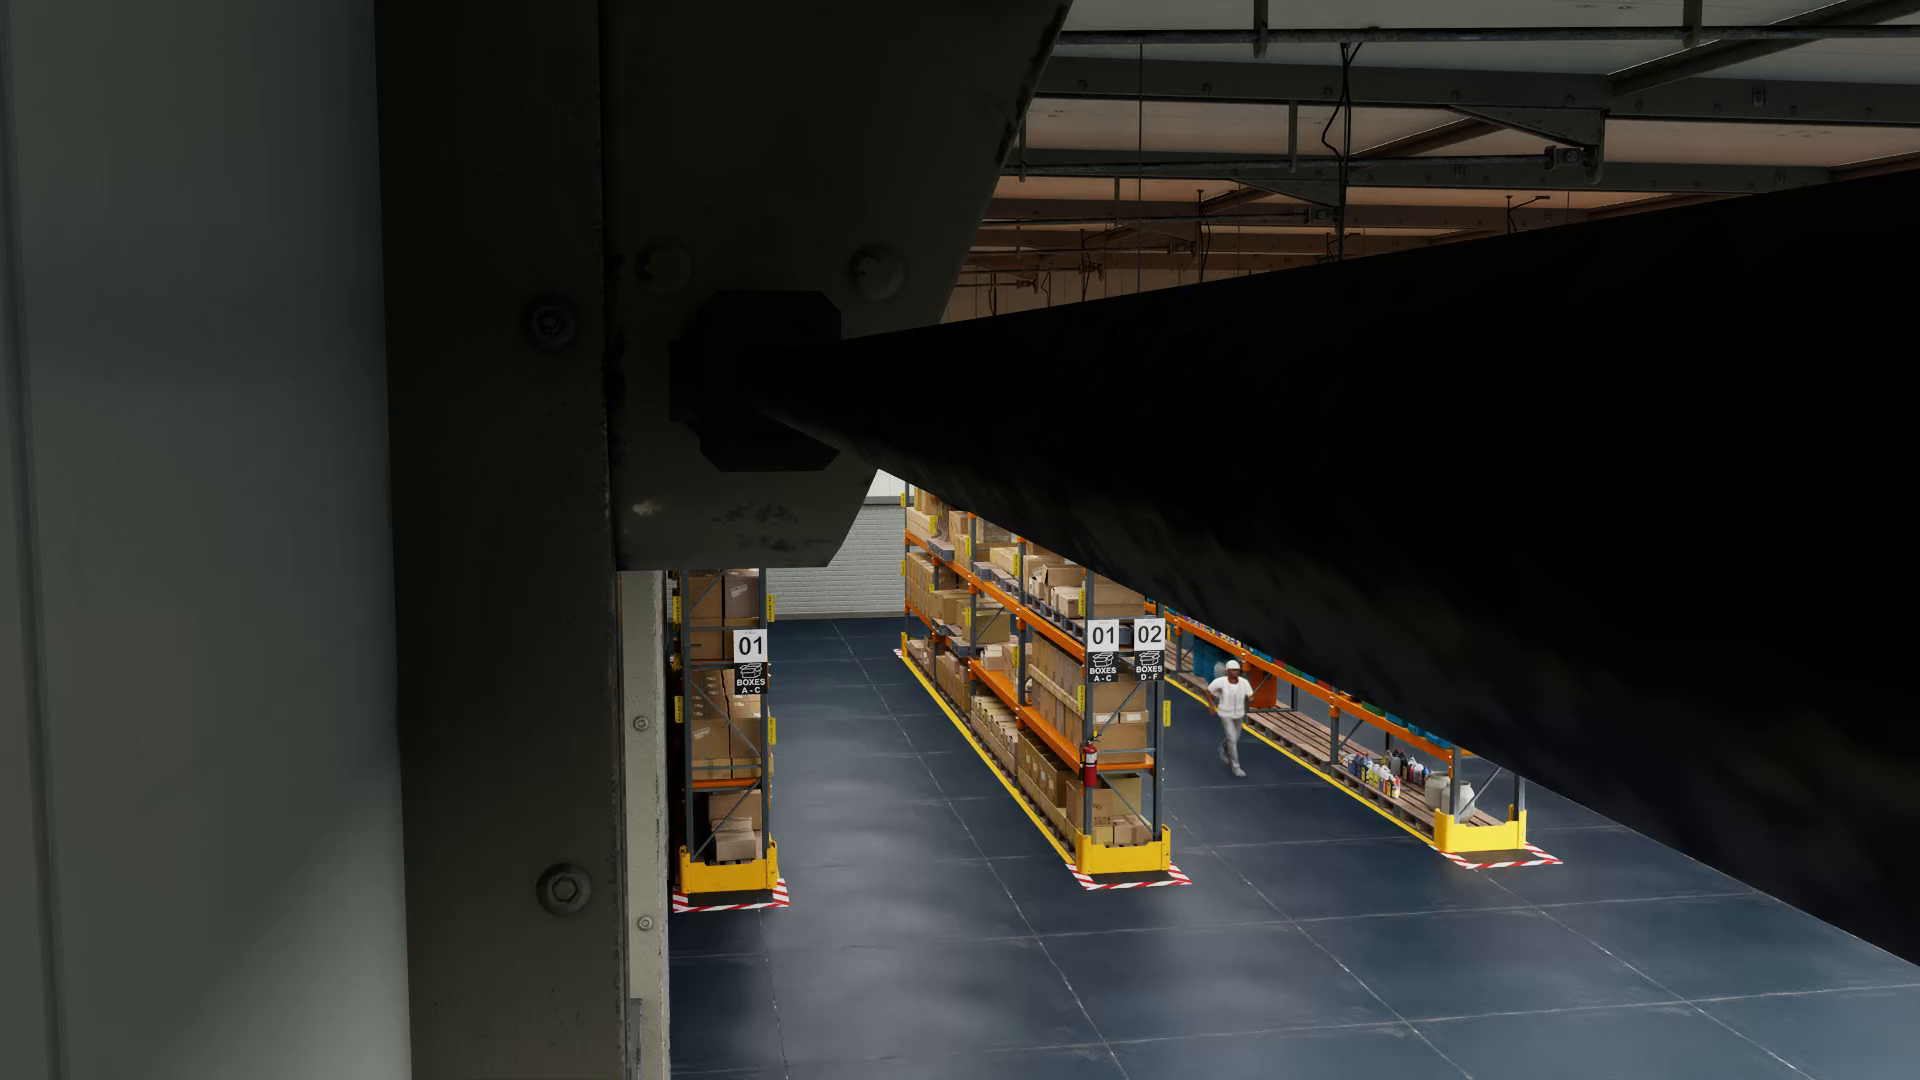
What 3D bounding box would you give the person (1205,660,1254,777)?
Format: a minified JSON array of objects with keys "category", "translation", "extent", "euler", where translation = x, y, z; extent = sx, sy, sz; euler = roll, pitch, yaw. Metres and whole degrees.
[{"category":"person","translation":[4.235,2.734,25.948],"extent":[0.701,1.750,0.981],"euler":[-2,6,-17]}]
